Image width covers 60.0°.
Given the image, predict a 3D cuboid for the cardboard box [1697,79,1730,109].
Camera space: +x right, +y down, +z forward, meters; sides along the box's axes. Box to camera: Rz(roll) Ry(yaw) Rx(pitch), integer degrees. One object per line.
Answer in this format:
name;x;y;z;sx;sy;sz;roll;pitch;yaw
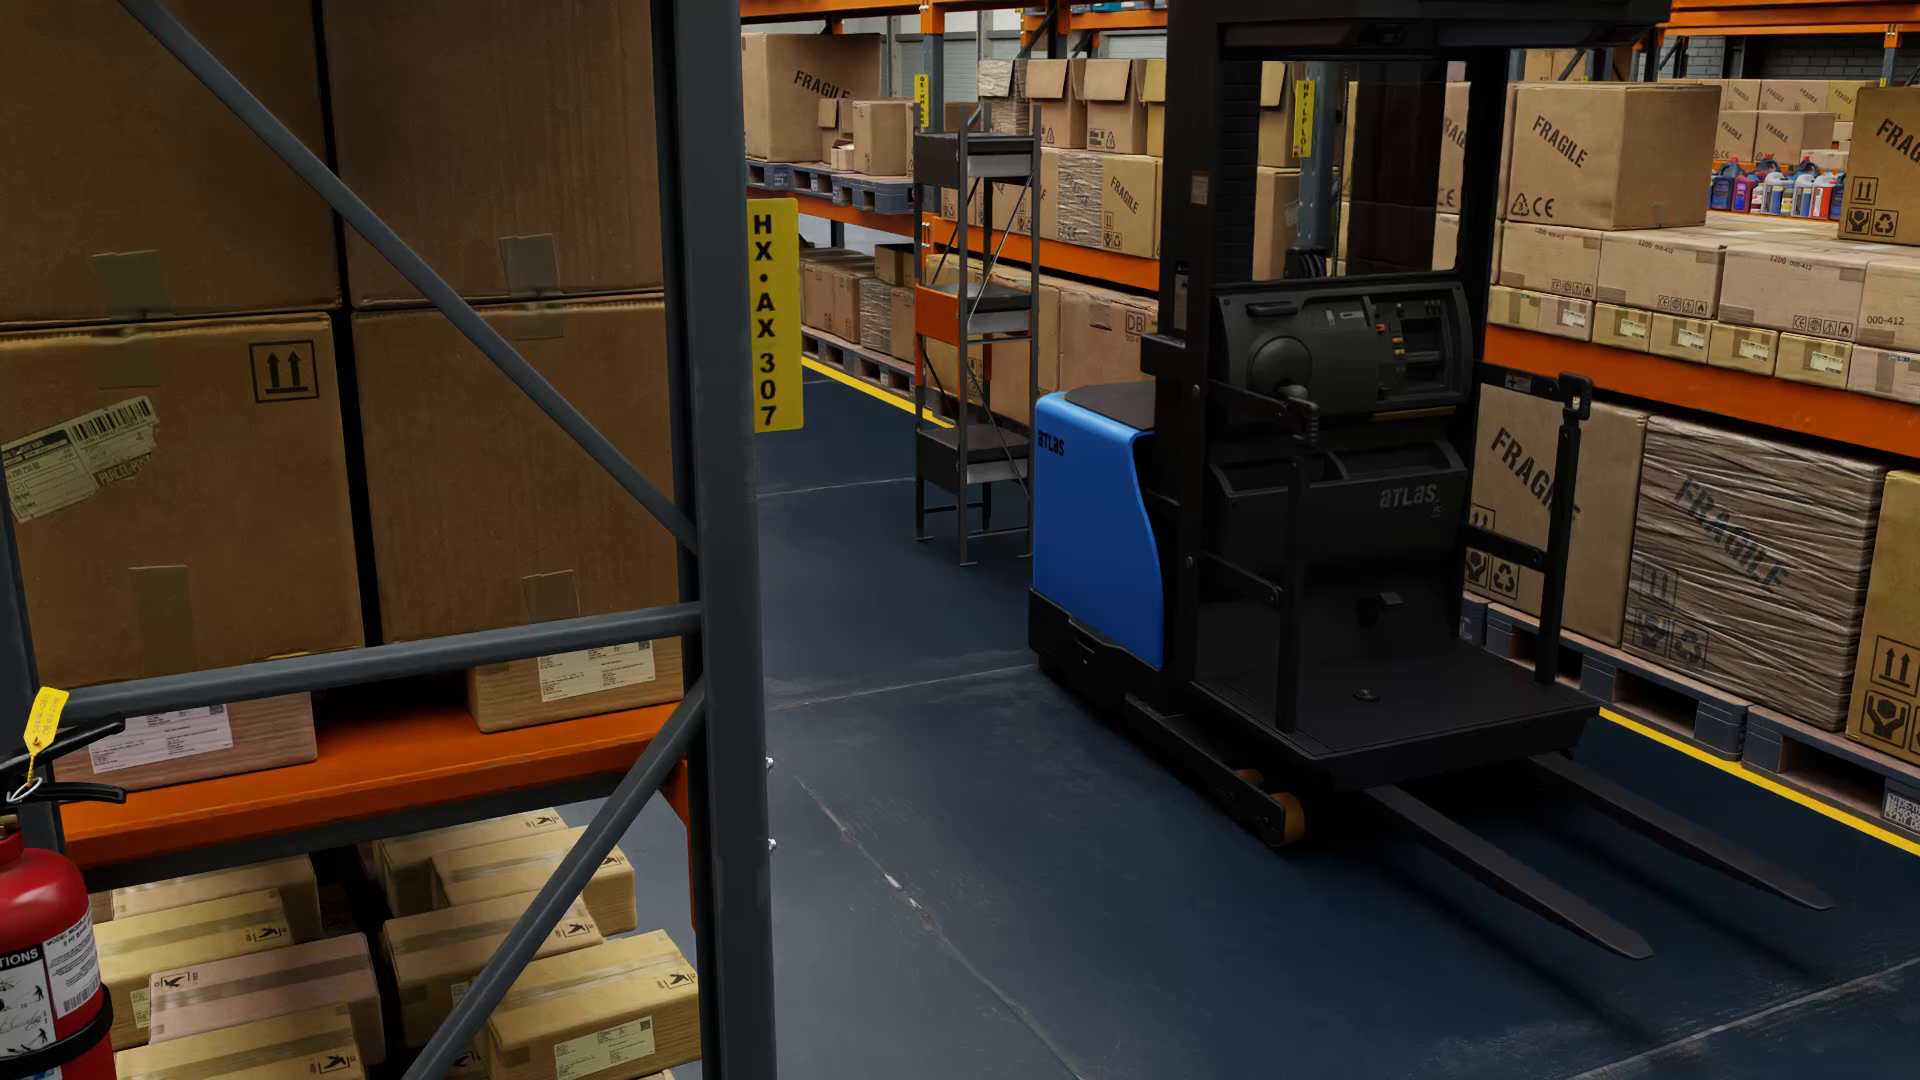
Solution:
cardboard box;10.460;-6.058;22.801;0.500;0.500;0.500;-8;18;-27

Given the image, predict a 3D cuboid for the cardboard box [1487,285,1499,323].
cardboard box;2.170;-0.967;6.638;0.380;0.149;0.250;-8;18;-26

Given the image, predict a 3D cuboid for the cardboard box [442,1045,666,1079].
cardboard box;-0.758;1.034;3.077;0.380;0.149;0.250;-7;17;-23

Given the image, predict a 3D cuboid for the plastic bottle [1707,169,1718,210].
plastic bottle;5.198;-2.437;11.530;0.152;0.276;0.135;-8;18;-25

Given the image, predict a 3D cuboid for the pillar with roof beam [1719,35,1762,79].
pillar with roof beam;7.307;-8.462;21.425;9.100;9.000;0.400;-8;18;-25

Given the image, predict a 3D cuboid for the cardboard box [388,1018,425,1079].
cardboard box;-1.004;1.054;3.548;0.380;0.149;0.250;-7;18;-24

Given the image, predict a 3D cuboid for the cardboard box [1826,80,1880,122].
cardboard box;11.360;-5.554;21.042;0.500;0.500;0.500;-8;18;-25

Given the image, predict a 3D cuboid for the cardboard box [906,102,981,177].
cardboard box;-0.033;-2.767;11.514;0.500;0.500;0.500;-10;19;-32

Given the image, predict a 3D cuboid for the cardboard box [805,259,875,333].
cardboard box;-0.826;-1.976;13.433;0.700;0.500;0.500;-9;19;-30

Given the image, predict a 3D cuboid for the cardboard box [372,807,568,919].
cardboard box;-1.090;0.698;3.710;0.380;0.149;0.250;-9;18;-28

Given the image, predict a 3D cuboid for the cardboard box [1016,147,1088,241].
cardboard box;0.663;-2.029;9.702;0.500;0.500;0.500;-8;18;-26

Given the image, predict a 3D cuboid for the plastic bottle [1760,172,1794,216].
plastic bottle;5.439;-2.301;11.055;0.152;0.276;0.135;-8;18;-25

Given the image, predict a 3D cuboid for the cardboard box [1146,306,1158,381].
cardboard box;1.693;-0.733;8.459;1.225;0.875;0.875;-8;18;-25

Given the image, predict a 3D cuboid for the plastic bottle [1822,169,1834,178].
plastic bottle;6.008;-2.437;11.540;0.097;0.271;0.097;0;16;0

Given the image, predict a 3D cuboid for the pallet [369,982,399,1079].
pallet;-1.116;1.285;3.389;1.003;0.211;1.213;-8;18;-25

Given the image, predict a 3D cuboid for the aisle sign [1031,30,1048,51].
aisle sign;0.892;-6.203;19.714;0.394;0.787;0.004;-8;18;-25

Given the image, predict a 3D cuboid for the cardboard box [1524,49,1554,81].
cardboard box;6.971;-5.483;19.384;0.700;0.500;0.500;-8;18;-25

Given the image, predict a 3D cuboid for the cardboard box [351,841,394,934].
cardboard box;-1.230;0.778;3.968;0.380;0.149;0.250;-9;18;-28

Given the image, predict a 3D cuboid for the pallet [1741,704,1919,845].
pallet;3.323;0.747;5.266;1.003;0.211;1.213;-8;18;-25

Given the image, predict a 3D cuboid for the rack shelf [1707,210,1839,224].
rack shelf;5.568;-2.145;11.592;1.077;0.370;4.000;-8;18;-25

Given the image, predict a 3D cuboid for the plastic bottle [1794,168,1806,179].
plastic bottle;5.835;-2.444;11.563;0.097;0.271;0.097;0;16;0

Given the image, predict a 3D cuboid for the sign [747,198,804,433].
sign;-0.271;-0.312;2.331;0.100;0.325;0.005;-8;18;-25

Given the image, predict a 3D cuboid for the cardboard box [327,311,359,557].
cardboard box;-0.964;-0.296;3.123;0.500;0.500;0.500;-8;18;-25

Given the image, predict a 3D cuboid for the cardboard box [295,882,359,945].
cardboard box;-1.501;0.891;3.576;0.380;0.149;0.250;-8;18;-26

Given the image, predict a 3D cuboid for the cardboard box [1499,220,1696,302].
cardboard box;2.408;-1.068;6.266;0.500;0.250;0.500;-7;18;-24

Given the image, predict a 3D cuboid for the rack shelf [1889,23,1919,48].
rack shelf;12.721;-5.776;18.807;1.077;0.370;4.000;-8;18;-25

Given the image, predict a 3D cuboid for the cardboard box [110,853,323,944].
cardboard box;-1.561;0.761;3.488;0.380;0.149;0.250;-8;18;-27

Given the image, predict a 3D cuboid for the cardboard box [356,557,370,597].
cardboard box;-1.061;-0.009;3.298;0.380;0.149;0.250;-7;17;-22

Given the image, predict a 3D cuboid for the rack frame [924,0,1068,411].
rack frame;0.239;-2.388;11.136;1.000;3.000;0.127;-8;18;-25

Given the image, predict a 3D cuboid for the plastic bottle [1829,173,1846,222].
plastic bottle;5.666;-2.206;10.588;0.144;0.351;0.185;-8;18;-25

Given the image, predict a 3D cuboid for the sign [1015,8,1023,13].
sign;0.691;-6.351;19.491;0.100;0.325;0.005;-8;18;-25

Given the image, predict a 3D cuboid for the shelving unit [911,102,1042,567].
shelving unit;0.073;-0.968;7.818;0.431;2.100;0.503;-8;18;-25

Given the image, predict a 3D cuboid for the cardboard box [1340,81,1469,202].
cardboard box;1.972;-1.678;7.034;0.500;0.500;0.500;-8;18;-25

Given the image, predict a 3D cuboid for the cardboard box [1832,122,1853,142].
cardboard box;11.365;-5.194;21.149;0.500;0.250;0.500;-8;18;-25

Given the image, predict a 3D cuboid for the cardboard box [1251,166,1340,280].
cardboard box;1.541;-1.528;7.955;0.500;0.500;0.500;-8;18;-25

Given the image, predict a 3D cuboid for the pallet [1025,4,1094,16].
pallet;1.462;-6.105;18.990;1.003;0.211;1.213;-8;18;-25

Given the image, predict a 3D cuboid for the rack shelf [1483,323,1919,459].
rack shelf;2.868;-0.555;6.051;1.077;0.370;4.000;-8;18;-25

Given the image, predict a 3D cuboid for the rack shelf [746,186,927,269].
rack shelf;-0.637;-2.539;12.963;1.077;0.370;4.000;-8;18;-25

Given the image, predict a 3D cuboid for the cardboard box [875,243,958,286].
cardboard box;-0.323;-2.052;12.337;0.500;0.250;0.500;-6;17;-19

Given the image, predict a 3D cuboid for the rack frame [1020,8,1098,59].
rack frame;1.187;-4.971;20.134;1.000;3.000;0.127;-8;18;-25

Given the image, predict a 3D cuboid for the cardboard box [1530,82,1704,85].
cardboard box;2.649;-1.622;6.836;0.500;0.500;0.500;-7;18;-24

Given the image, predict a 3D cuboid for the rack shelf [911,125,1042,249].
rack shelf;0.072;-1.628;7.629;0.431;0.518;0.480;-8;18;-25

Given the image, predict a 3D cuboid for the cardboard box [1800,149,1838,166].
cardboard box;8.537;-3.773;16.417;0.380;0.149;0.250;-6;17;-21

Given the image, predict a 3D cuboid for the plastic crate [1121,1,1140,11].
plastic crate;1.873;-5.643;17.517;0.243;0.136;0.396;-8;18;-25

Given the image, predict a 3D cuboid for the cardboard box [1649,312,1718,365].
cardboard box;2.623;-0.712;5.748;0.380;0.149;0.250;-7;18;-24

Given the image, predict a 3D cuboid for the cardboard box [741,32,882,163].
cardboard box;-1.291;-3.657;13.706;1.000;1.000;1.000;-8;18;-25

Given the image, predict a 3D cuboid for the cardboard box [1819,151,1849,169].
cardboard box;8.504;-3.653;15.999;0.380;0.149;0.250;-8;18;-25

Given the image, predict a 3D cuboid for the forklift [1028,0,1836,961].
forklift;1.317;-0.615;5.081;1.130;2.935;3.031;-7;17;-22

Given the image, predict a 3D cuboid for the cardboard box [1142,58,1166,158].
cardboard box;1.414;-2.256;8.674;0.797;0.503;0.637;-7;18;-24

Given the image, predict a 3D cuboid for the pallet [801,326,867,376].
pallet;-0.632;-1.544;13.249;1.003;0.211;1.213;-8;18;-25

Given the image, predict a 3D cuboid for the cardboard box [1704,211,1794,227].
cardboard box;2.874;-1.135;6.501;0.500;0.250;0.500;-7;18;-24
